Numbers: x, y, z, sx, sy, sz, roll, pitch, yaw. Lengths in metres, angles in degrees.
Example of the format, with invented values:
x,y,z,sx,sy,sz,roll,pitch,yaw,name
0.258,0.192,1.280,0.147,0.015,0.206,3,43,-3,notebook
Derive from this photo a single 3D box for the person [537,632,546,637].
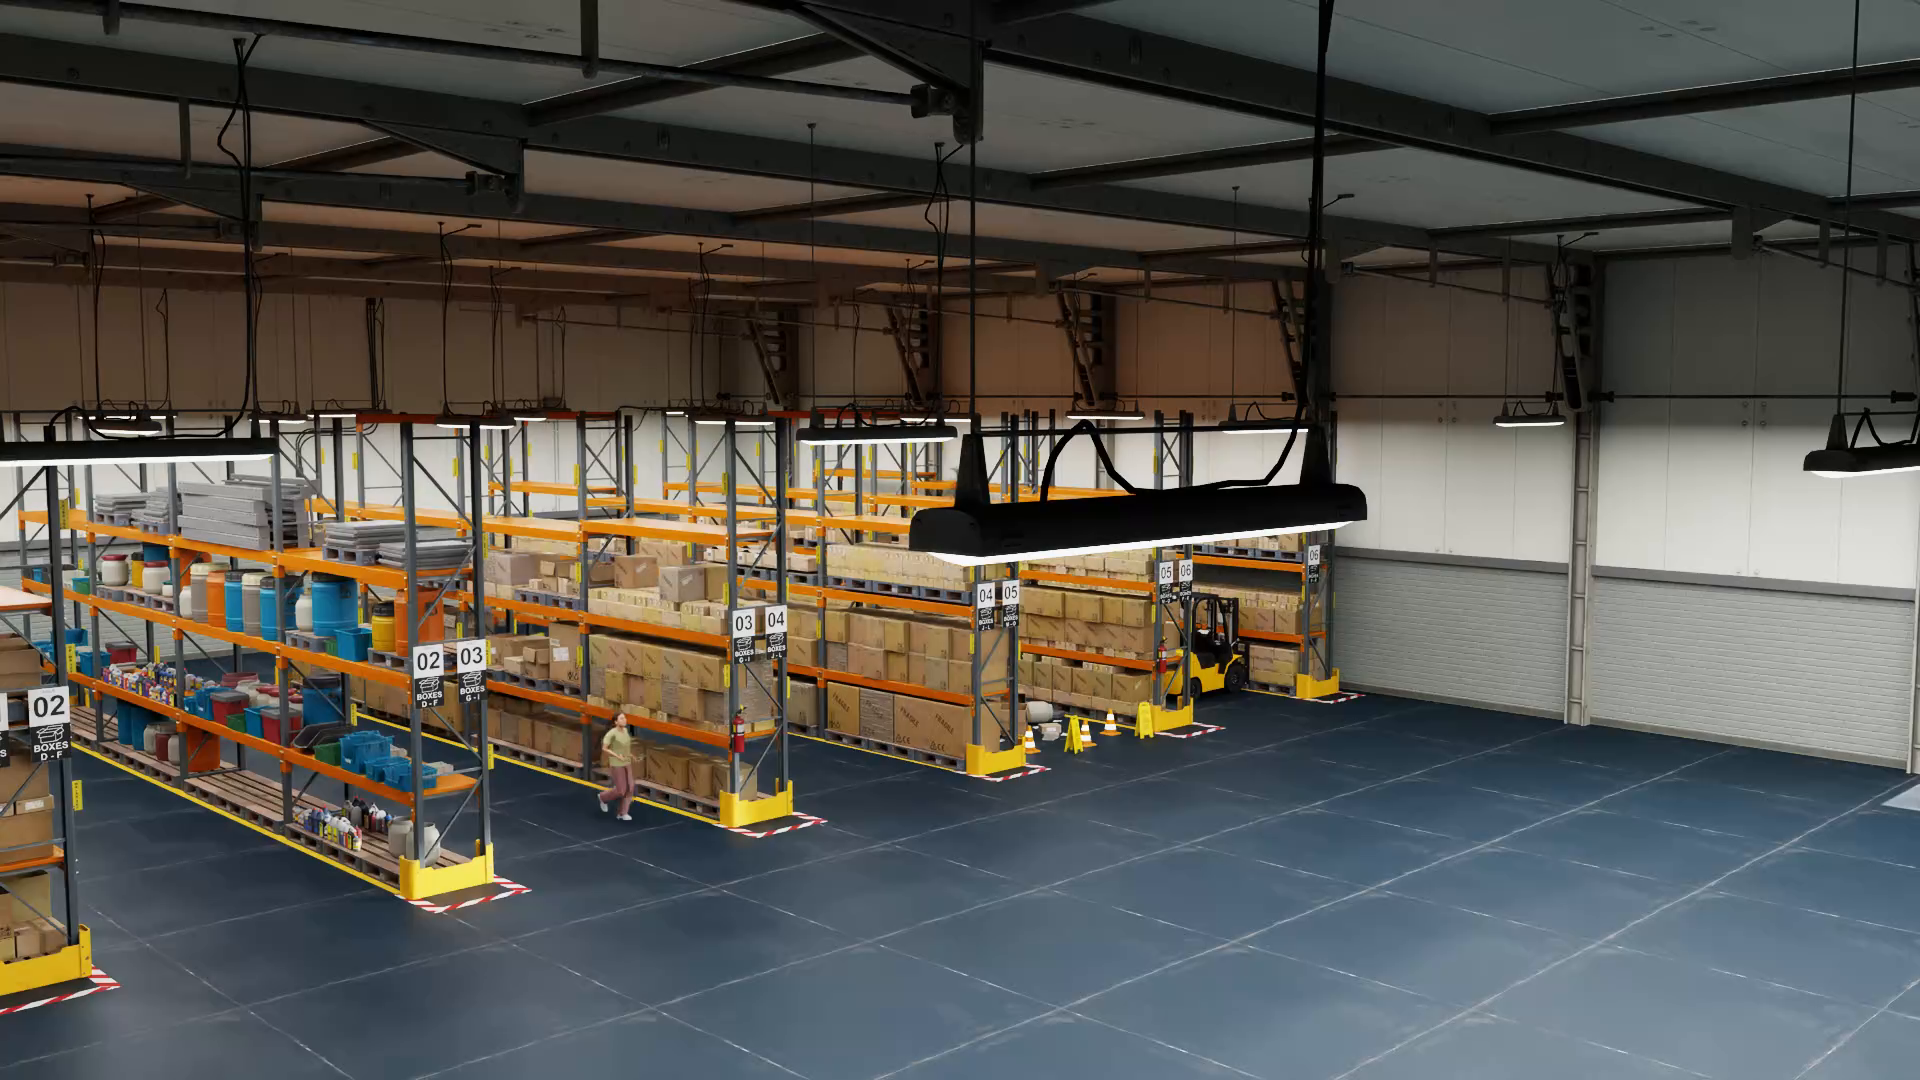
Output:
x,y,z,sx,sy,sz,roll,pitch,yaw,name
-8.495,2.650,33.041,0.746,1.715,1.030,-4,7,-42,person

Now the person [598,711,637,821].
x,y,z,sx,sy,sz,roll,pitch,yaw,name
-5.124,3.358,24.871,0.619,1.625,0.573,3,6,31,person

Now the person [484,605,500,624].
x,y,z,sx,sy,sz,roll,pitch,yaw,name
-11.407,2.030,40.518,0.703,1.714,0.684,-4,6,-40,person
